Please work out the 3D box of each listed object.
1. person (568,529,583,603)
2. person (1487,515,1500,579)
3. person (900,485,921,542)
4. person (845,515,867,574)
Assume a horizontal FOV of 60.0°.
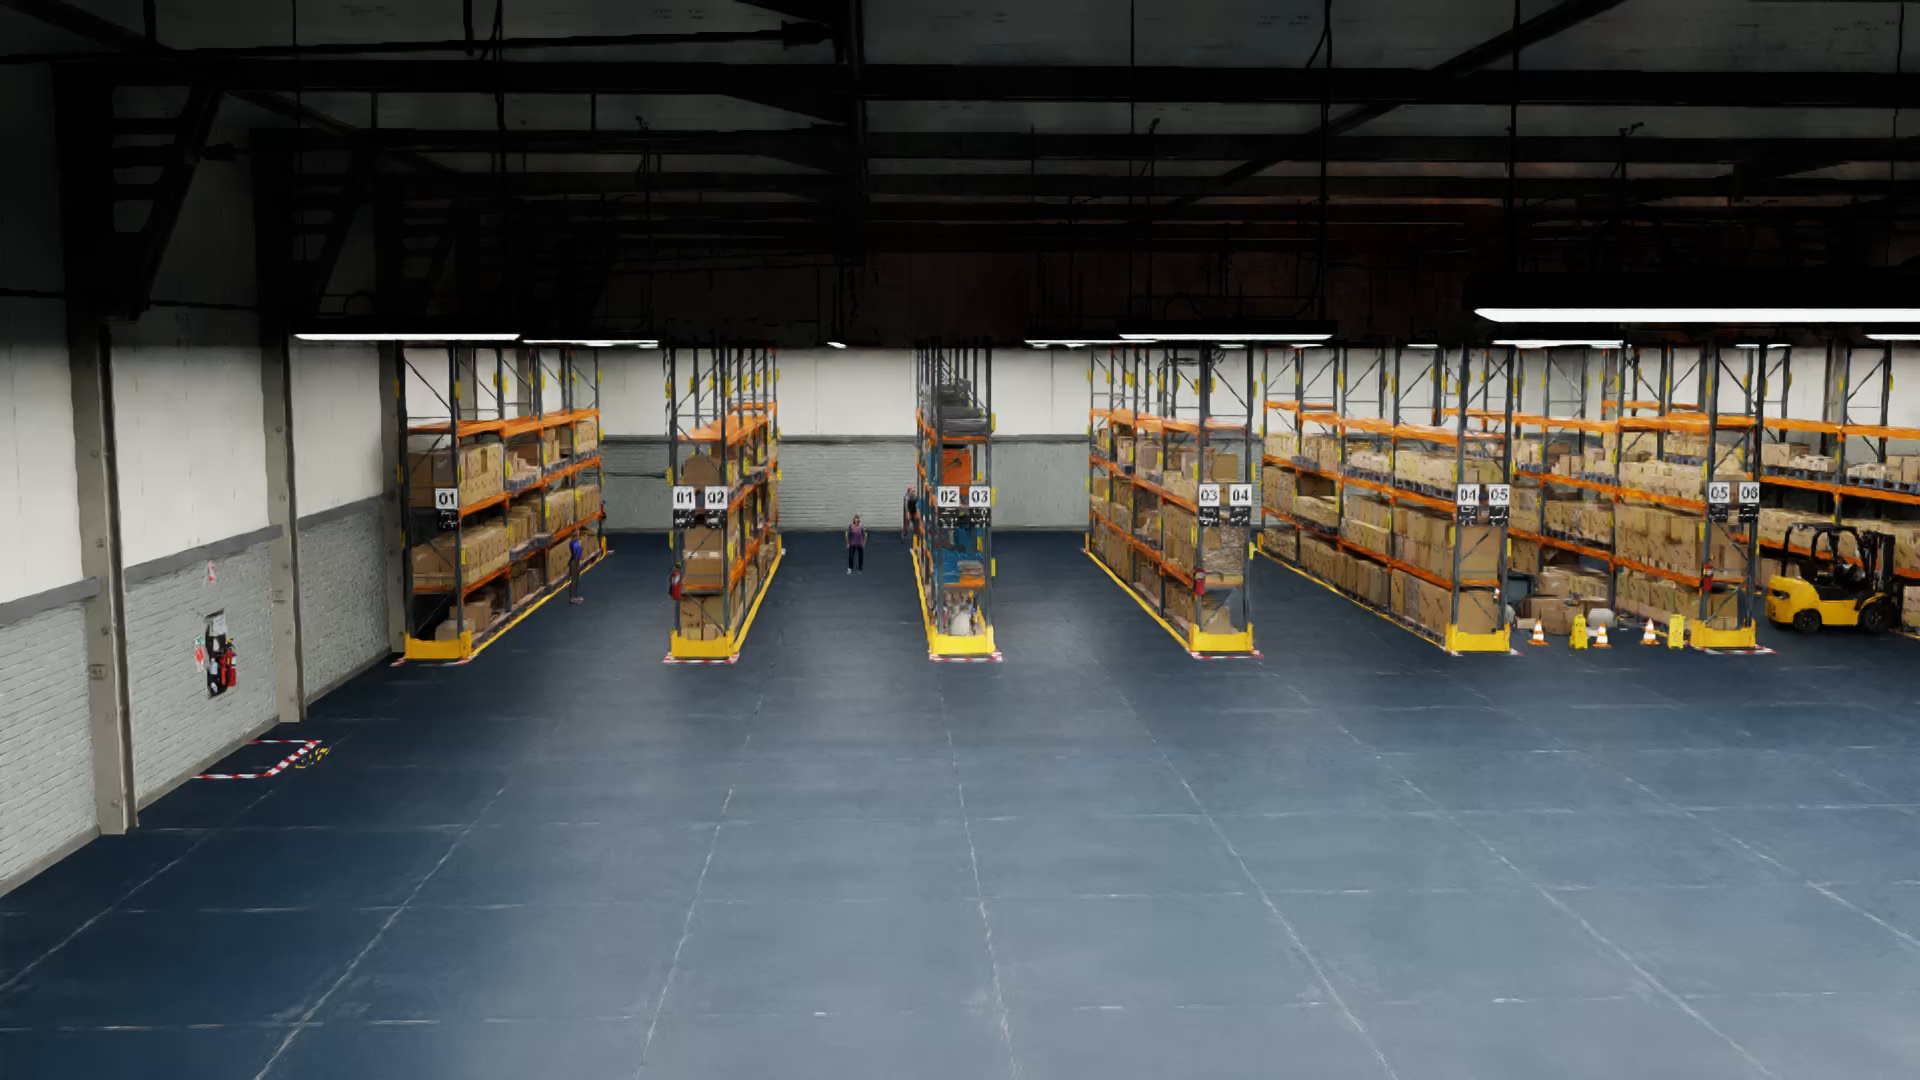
[{"bbox_3d":[-8.769,0.575,37.956,0.371,1.662,0.563,-3,7,-23],"label":"person"},{"bbox_3d":[12.934,0.205,40.672,0.583,1.786,0.658,2,7,19],"label":"person"},{"bbox_3d":[-1.440,-0.807,49.903,0.566,1.712,0.737,5,8,35],"label":"person"},{"bbox_3d":[-2.673,0.109,42.780,0.566,1.541,0.519,-1,7,-5],"label":"person"}]
